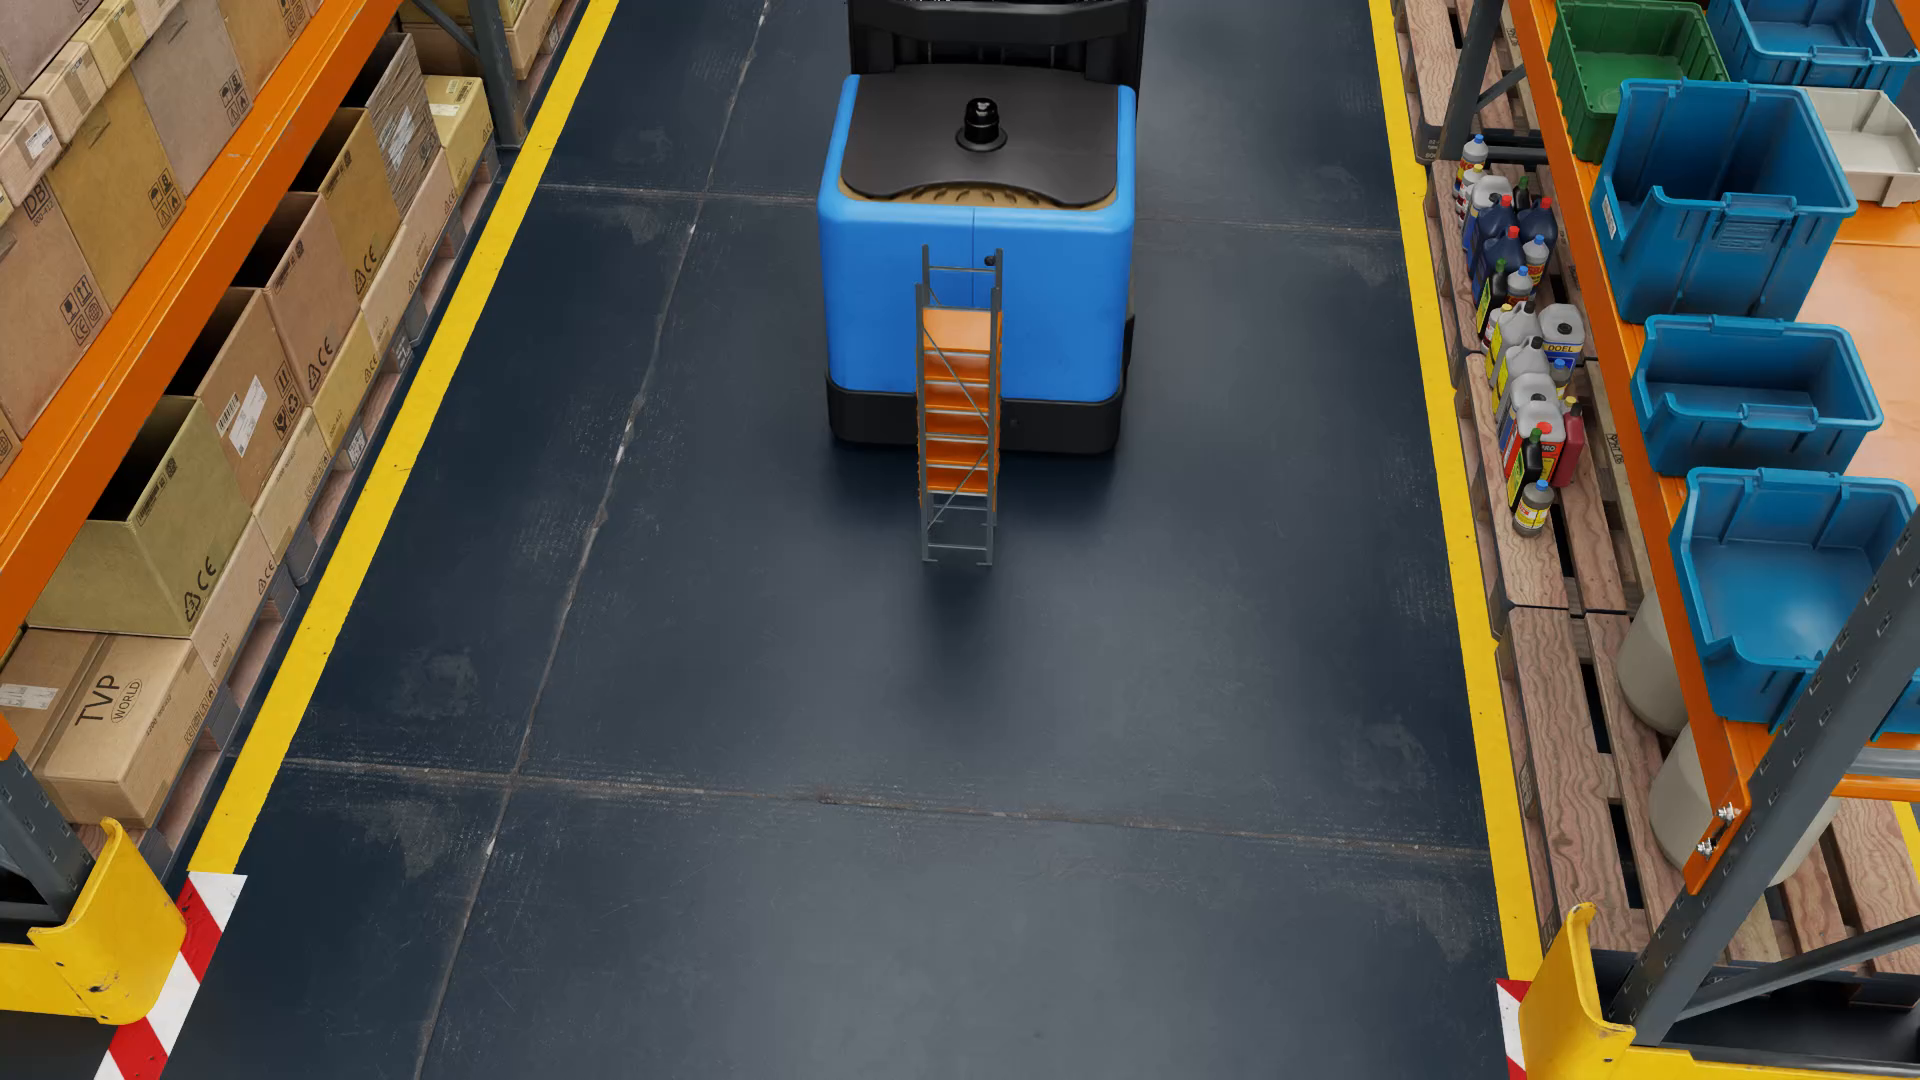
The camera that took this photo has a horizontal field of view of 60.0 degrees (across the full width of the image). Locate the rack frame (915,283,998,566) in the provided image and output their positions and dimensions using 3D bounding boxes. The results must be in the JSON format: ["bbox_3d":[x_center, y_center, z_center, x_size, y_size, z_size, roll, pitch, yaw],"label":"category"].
[{"bbox_3d":[-0.010,-0.327,5.236,0.240,1.200,0.006,4,48,4],"label":"rack frame"}]

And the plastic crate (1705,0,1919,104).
[{"bbox_3d":[2.677,-1.590,5.272,0.499,0.251,0.616,4,48,4],"label":"plastic crate"}]

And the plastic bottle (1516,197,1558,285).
[{"bbox_3d":[2.164,-1.151,6.267,0.144,0.351,0.185,4,48,4],"label":"plastic bottle"}]

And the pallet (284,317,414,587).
[{"bbox_3d":[-2.648,-0.386,5.960,1.003,0.211,1.213,4,48,4],"label":"pallet"}]

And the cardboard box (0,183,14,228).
[{"bbox_3d":[-2.494,-0.772,3.916,0.380,0.149,0.250,4,48,4],"label":"cardboard box"}]

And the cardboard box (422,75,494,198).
[{"bbox_3d":[-2.250,-1.666,6.820,0.500,0.250,0.500,4,48,4],"label":"cardboard box"}]

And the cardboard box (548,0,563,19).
[{"bbox_3d":[-2.094,-2.676,7.744,0.500,0.250,0.500,5,48,5],"label":"cardboard box"}]

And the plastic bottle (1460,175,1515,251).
[{"bbox_3d":[2.040,-1.257,6.414,0.152,0.276,0.135,5,48,5],"label":"plastic bottle"}]

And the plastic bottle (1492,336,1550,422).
[{"bbox_3d":[1.948,-0.573,5.738,0.144,0.351,0.185,6,48,5],"label":"plastic bottle"}]

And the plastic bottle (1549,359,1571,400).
[{"bbox_3d":[2.072,-0.547,5.815,0.097,0.201,0.097,0,48,0],"label":"plastic bottle"}]

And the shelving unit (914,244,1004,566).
[{"bbox_3d":[-0.001,-0.394,5.298,0.258,1.200,0.189,4,48,4],"label":"shelving unit"}]

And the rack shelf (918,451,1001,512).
[{"bbox_3d":[-0.001,-0.202,5.507,0.258,0.103,0.180,4,48,4],"label":"rack shelf"}]

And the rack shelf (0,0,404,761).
[{"bbox_3d":[-2.607,-1.095,5.206,1.077,0.370,4.000,4,48,4],"label":"rack shelf"}]

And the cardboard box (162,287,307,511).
[{"bbox_3d":[-2.443,-0.450,5.199,0.500,0.500,0.500,4,48,4],"label":"cardboard box"}]

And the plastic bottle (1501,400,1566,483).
[{"bbox_3d":[1.924,-0.324,5.561,0.152,0.276,0.135,4,48,4],"label":"plastic bottle"}]

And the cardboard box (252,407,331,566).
[{"bbox_3d":[-2.431,-0.196,5.475,0.500,0.250,0.500,4,48,4],"label":"cardboard box"}]

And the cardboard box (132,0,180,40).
[{"bbox_3d":[-2.398,-1.524,4.604,0.380,0.149,0.250,4,48,4],"label":"cardboard box"}]

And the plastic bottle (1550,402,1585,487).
[{"bbox_3d":[2.030,-0.320,5.552,0.061,0.283,0.133,4,48,4],"label":"plastic bottle"}]

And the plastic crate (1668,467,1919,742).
[{"bbox_3d":[1.891,0.130,3.699,0.499,0.251,0.616,4,48,4],"label":"plastic crate"}]

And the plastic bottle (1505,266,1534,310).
[{"bbox_3d":[2.027,-0.885,6.077,0.097,0.271,0.097,0,48,0],"label":"plastic bottle"}]

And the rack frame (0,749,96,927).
[{"bbox_3d":[-2.789,0.132,3.597,1.000,3.000,0.127,4,48,4],"label":"rack frame"}]

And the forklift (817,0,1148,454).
[{"bbox_3d":[0.153,-2.385,5.945,1.130,2.935,3.031,3,48,3],"label":"forklift"}]

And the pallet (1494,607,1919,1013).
[{"bbox_3d":[2.182,0.753,4.918,1.003,0.211,1.213,4,48,4],"label":"pallet"}]

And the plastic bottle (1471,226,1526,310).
[{"bbox_3d":[2.003,-1.022,6.149,0.144,0.351,0.185,2,48,2],"label":"plastic bottle"}]

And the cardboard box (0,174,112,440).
[{"bbox_3d":[-2.691,-0.630,4.226,0.700,0.500,0.500,5,48,5],"label":"cardboard box"}]

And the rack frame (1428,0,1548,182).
[{"bbox_3d":[2.507,-2.472,5.978,1.000,3.000,0.127,4,48,4],"label":"rack frame"}]

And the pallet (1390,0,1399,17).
[{"bbox_3d":[2.649,-3.009,8.359,1.003,0.211,1.213,4,48,4],"label":"pallet"}]

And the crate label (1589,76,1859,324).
[{"bbox_3d":[2.041,-0.915,4.530,0.502,0.435,0.616,4,48,4],"label":"crate label"}]

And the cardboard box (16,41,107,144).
[{"bbox_3d":[-2.447,-1.153,4.265,0.380,0.149,0.250,2,48,2],"label":"cardboard box"}]

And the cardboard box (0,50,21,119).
[{"bbox_3d":[-2.687,-1.108,3.783,0.700,0.500,0.500,3,48,3],"label":"cardboard box"}]

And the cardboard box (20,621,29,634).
[{"bbox_3d":[-3.001,0.136,5.172,0.500,0.250,0.500,4,48,4],"label":"cardboard box"}]

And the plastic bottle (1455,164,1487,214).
[{"bbox_3d":[2.033,-1.396,6.593,0.097,0.201,0.097,0,48,0],"label":"plastic bottle"}]

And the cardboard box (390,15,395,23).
[{"bbox_3d":[-2.674,-2.527,7.228,0.500,0.311,0.500,4,48,4],"label":"cardboard box"}]

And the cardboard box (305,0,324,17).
[{"bbox_3d":[-2.501,-2.127,5.595,0.700,0.500,0.500,3,48,3],"label":"cardboard box"}]

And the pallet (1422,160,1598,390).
[{"bbox_3d":[2.405,-1.040,6.558,1.003,0.211,1.213,4,48,4],"label":"pallet"}]

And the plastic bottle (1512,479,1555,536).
[{"bbox_3d":[1.874,-0.115,5.421,0.097,0.201,0.097,0,48,0],"label":"plastic bottle"}]

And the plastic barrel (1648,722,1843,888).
[{"bbox_3d":[2.127,0.677,4.500,0.421,0.512,0.421,0,48,0],"label":"plastic barrel"}]

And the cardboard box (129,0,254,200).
[{"bbox_3d":[-2.596,-1.382,4.913,0.700,0.500,0.500,5,48,5],"label":"cardboard box"}]

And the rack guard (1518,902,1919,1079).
[{"bbox_3d":[2.103,1.252,4.266,1.175,0.500,0.348,4,48,4],"label":"rack guard"}]

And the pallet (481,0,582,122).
[{"bbox_3d":[-2.397,-2.410,7.812,1.003,0.211,1.213,4,48,4],"label":"pallet"}]

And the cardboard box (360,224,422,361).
[{"bbox_3d":[-2.336,-0.931,6.147,0.500,0.250,0.500,4,48,4],"label":"cardboard box"}]

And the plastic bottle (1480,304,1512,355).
[{"bbox_3d":[1.954,-0.765,6.015,0.097,0.201,0.097,0,48,0],"label":"plastic bottle"}]

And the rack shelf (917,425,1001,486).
[{"bbox_3d":[-0.001,-0.283,5.419,0.258,0.103,0.180,4,48,4],"label":"rack shelf"}]

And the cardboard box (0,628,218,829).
[{"bbox_3d":[-2.519,0.539,4.803,0.500,0.250,0.500,4,48,4],"label":"cardboard box"}]

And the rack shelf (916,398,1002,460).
[{"bbox_3d":[-0.001,-0.364,5.330,0.258,0.103,0.180,4,48,4],"label":"rack shelf"}]

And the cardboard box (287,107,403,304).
[{"bbox_3d":[-2.349,-1.185,5.871,0.500,0.500,0.500,4,48,4],"label":"cardboard box"}]
